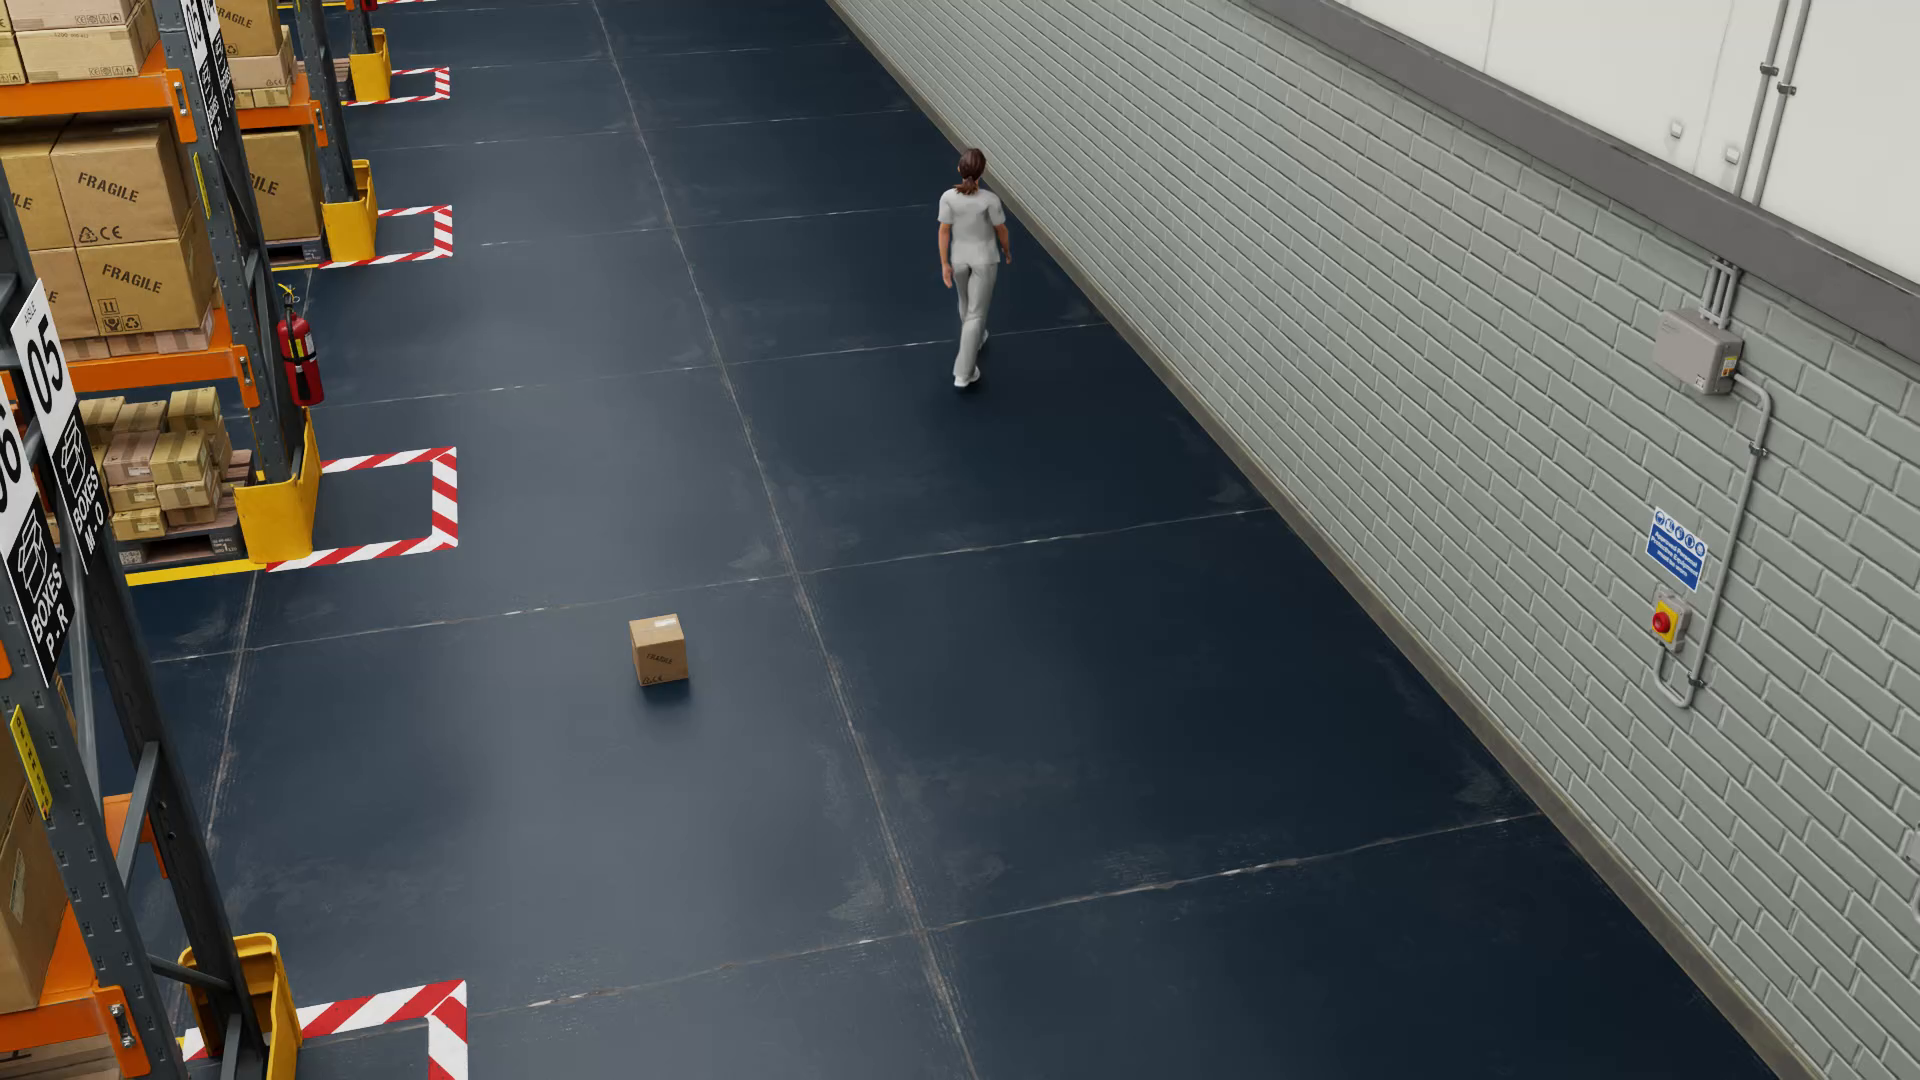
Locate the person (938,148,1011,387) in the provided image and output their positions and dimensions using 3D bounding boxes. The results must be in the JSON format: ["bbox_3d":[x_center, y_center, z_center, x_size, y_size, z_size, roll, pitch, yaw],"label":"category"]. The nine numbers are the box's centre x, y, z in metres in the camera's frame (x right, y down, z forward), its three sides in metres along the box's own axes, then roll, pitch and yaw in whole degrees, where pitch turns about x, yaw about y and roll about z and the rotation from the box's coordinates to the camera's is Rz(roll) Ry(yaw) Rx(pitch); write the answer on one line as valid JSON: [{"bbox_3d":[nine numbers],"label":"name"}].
[{"bbox_3d":[0.136,-1.969,11.579,0.446,1.620,0.937,12,32,20],"label":"person"}]
